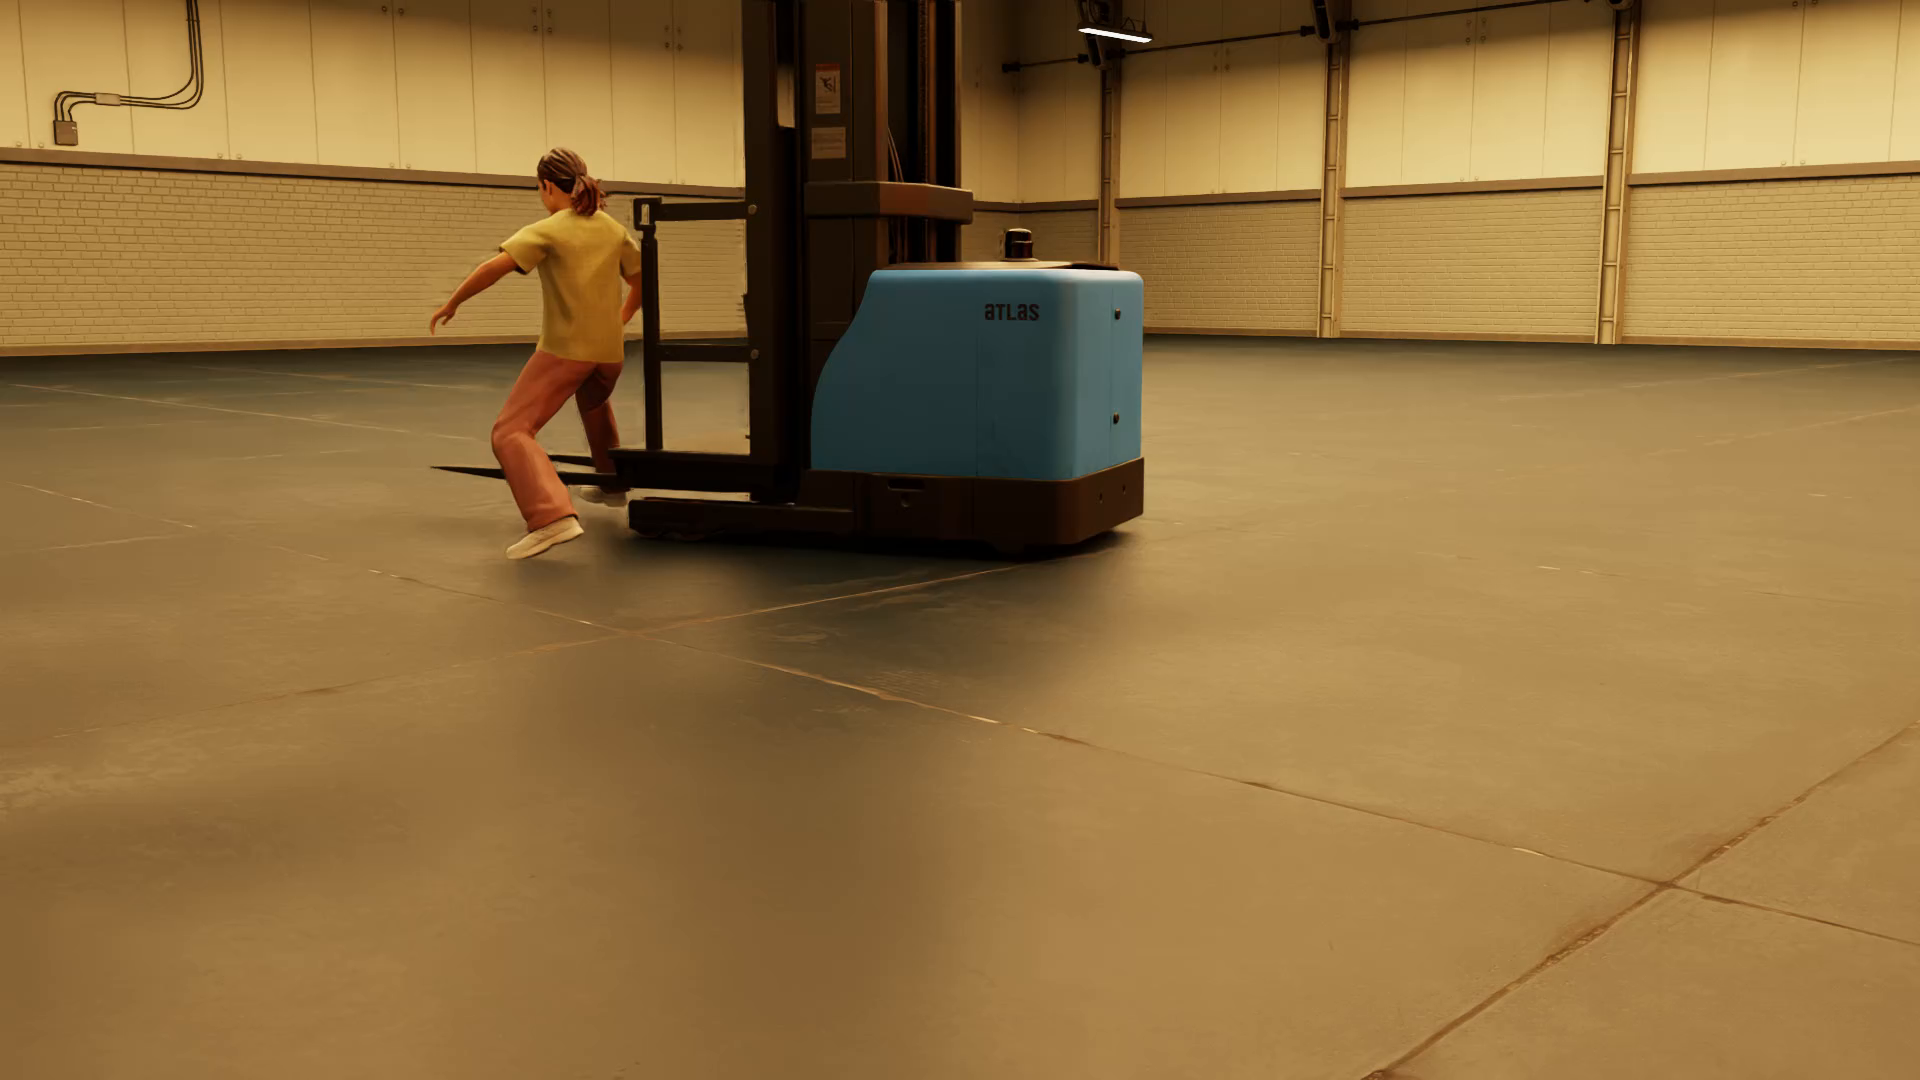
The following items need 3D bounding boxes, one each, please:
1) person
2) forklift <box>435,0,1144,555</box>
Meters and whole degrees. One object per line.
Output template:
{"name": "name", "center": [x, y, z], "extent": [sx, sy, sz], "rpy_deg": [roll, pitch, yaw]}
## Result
{"name": "person", "center": [-1.586, -0.764, 6.606], "extent": [0.897, 1.555, 0.933], "rpy_deg": [8, 12, 42]}
{"name": "forklift", "center": [-0.801, -1.512, 6.912], "extent": [3.031, 2.935, 1.130], "rpy_deg": [4, 9, 22]}
